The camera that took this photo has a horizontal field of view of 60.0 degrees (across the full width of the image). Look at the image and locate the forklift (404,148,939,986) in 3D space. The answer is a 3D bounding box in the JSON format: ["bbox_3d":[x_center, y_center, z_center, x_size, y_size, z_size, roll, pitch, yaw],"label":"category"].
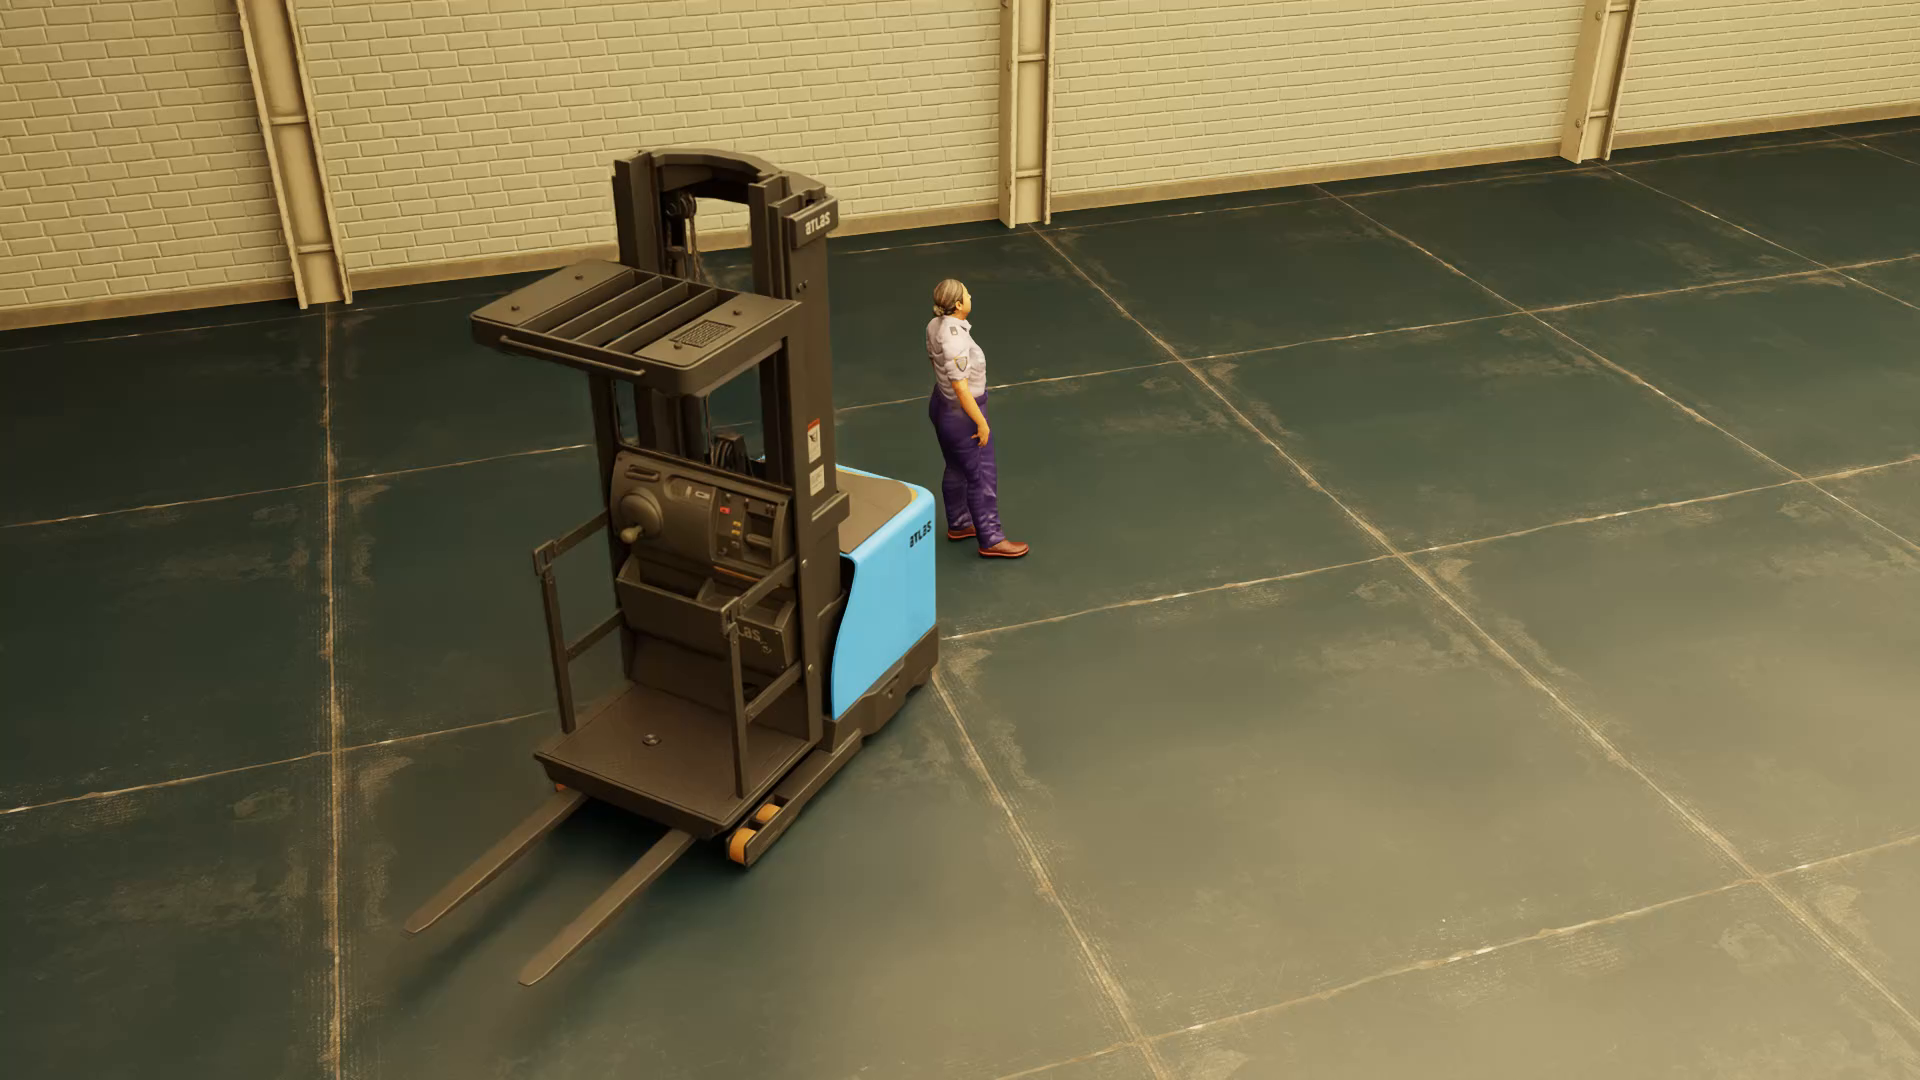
[{"bbox_3d":[-1.262,-0.066,7.202,1.130,2.935,3.031,15,33,25],"label":"forklift"}]

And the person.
[{"bbox_3d":[0.092,-0.724,9.618,0.503,1.650,0.599,-10,31,-16],"label":"person"}]
